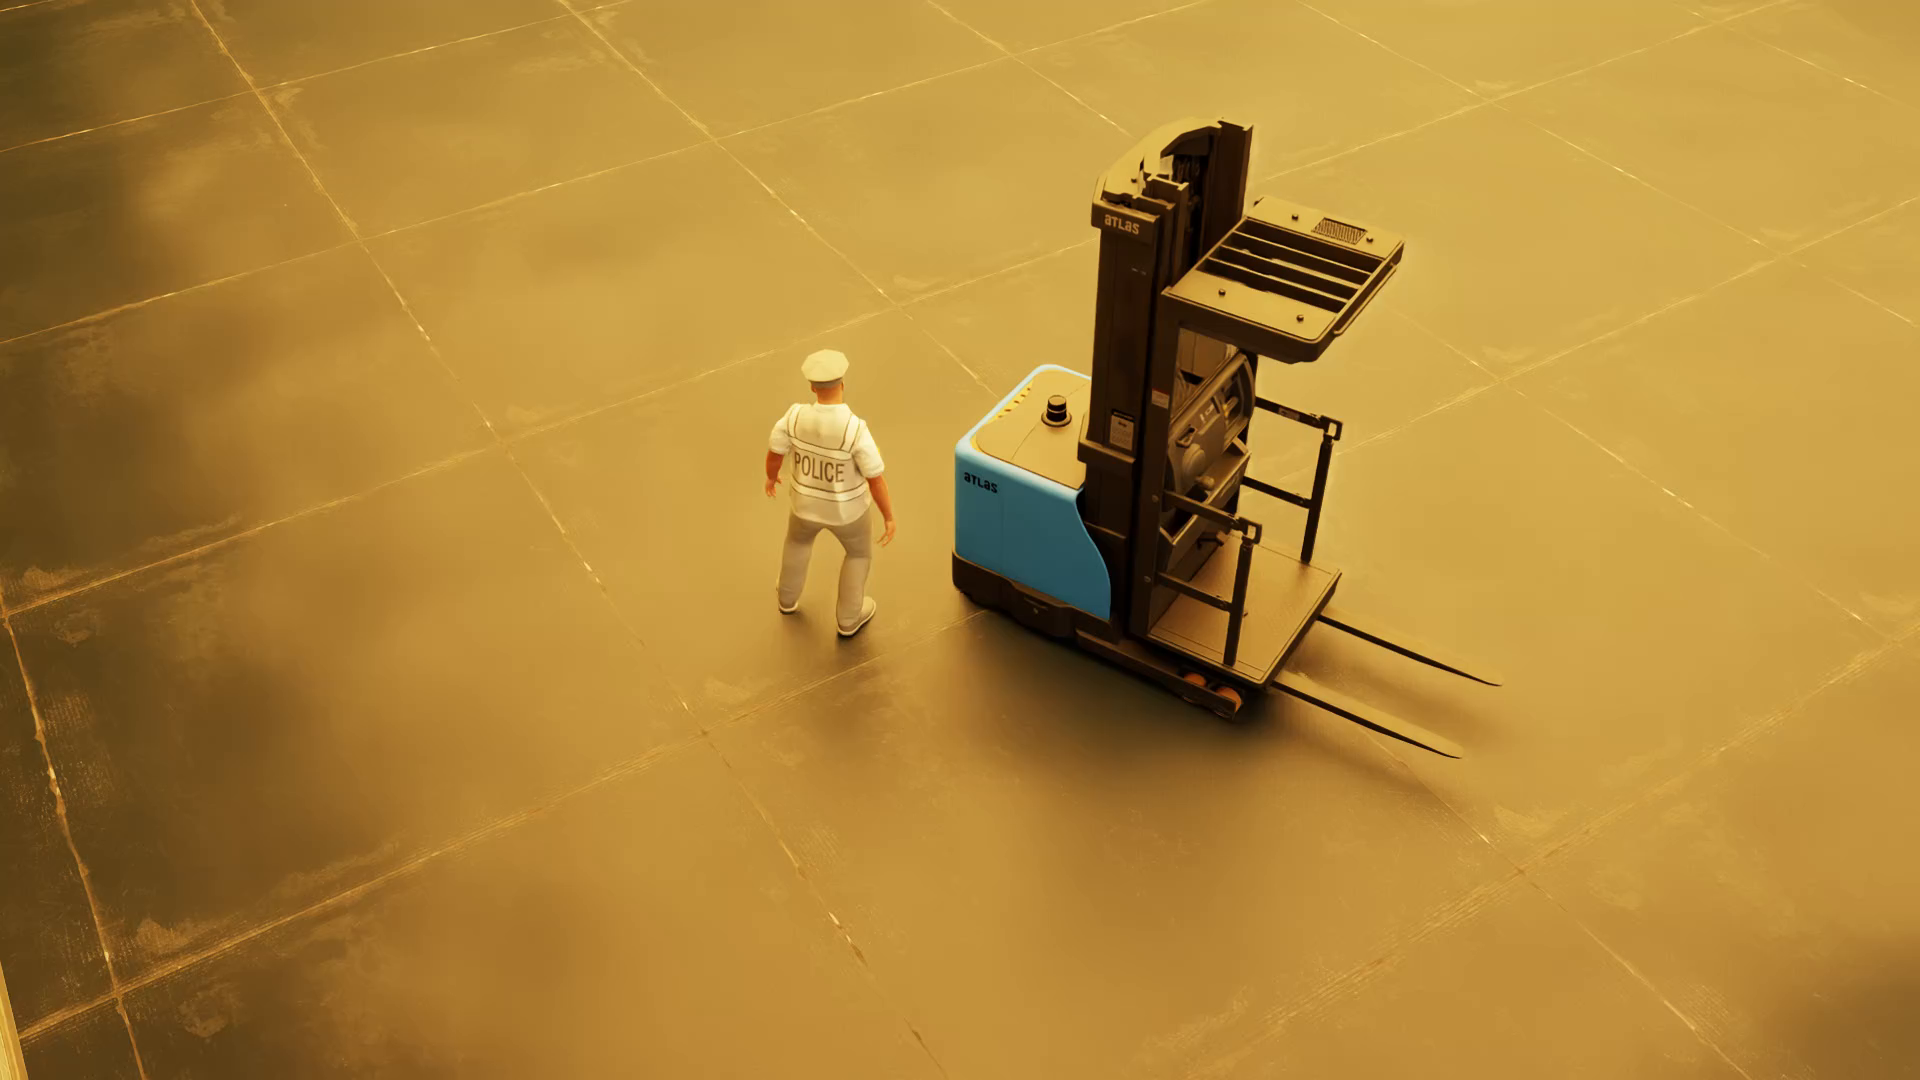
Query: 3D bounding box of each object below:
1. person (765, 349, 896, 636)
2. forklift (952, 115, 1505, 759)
[{"bbox_3d":[-0.722,-0.229,9.054,0.818,1.724,0.422,11,42,13],"label":"person"},{"bbox_3d":[1.470,-0.546,8.496,3.031,2.935,1.130,23,46,24],"label":"forklift"}]
